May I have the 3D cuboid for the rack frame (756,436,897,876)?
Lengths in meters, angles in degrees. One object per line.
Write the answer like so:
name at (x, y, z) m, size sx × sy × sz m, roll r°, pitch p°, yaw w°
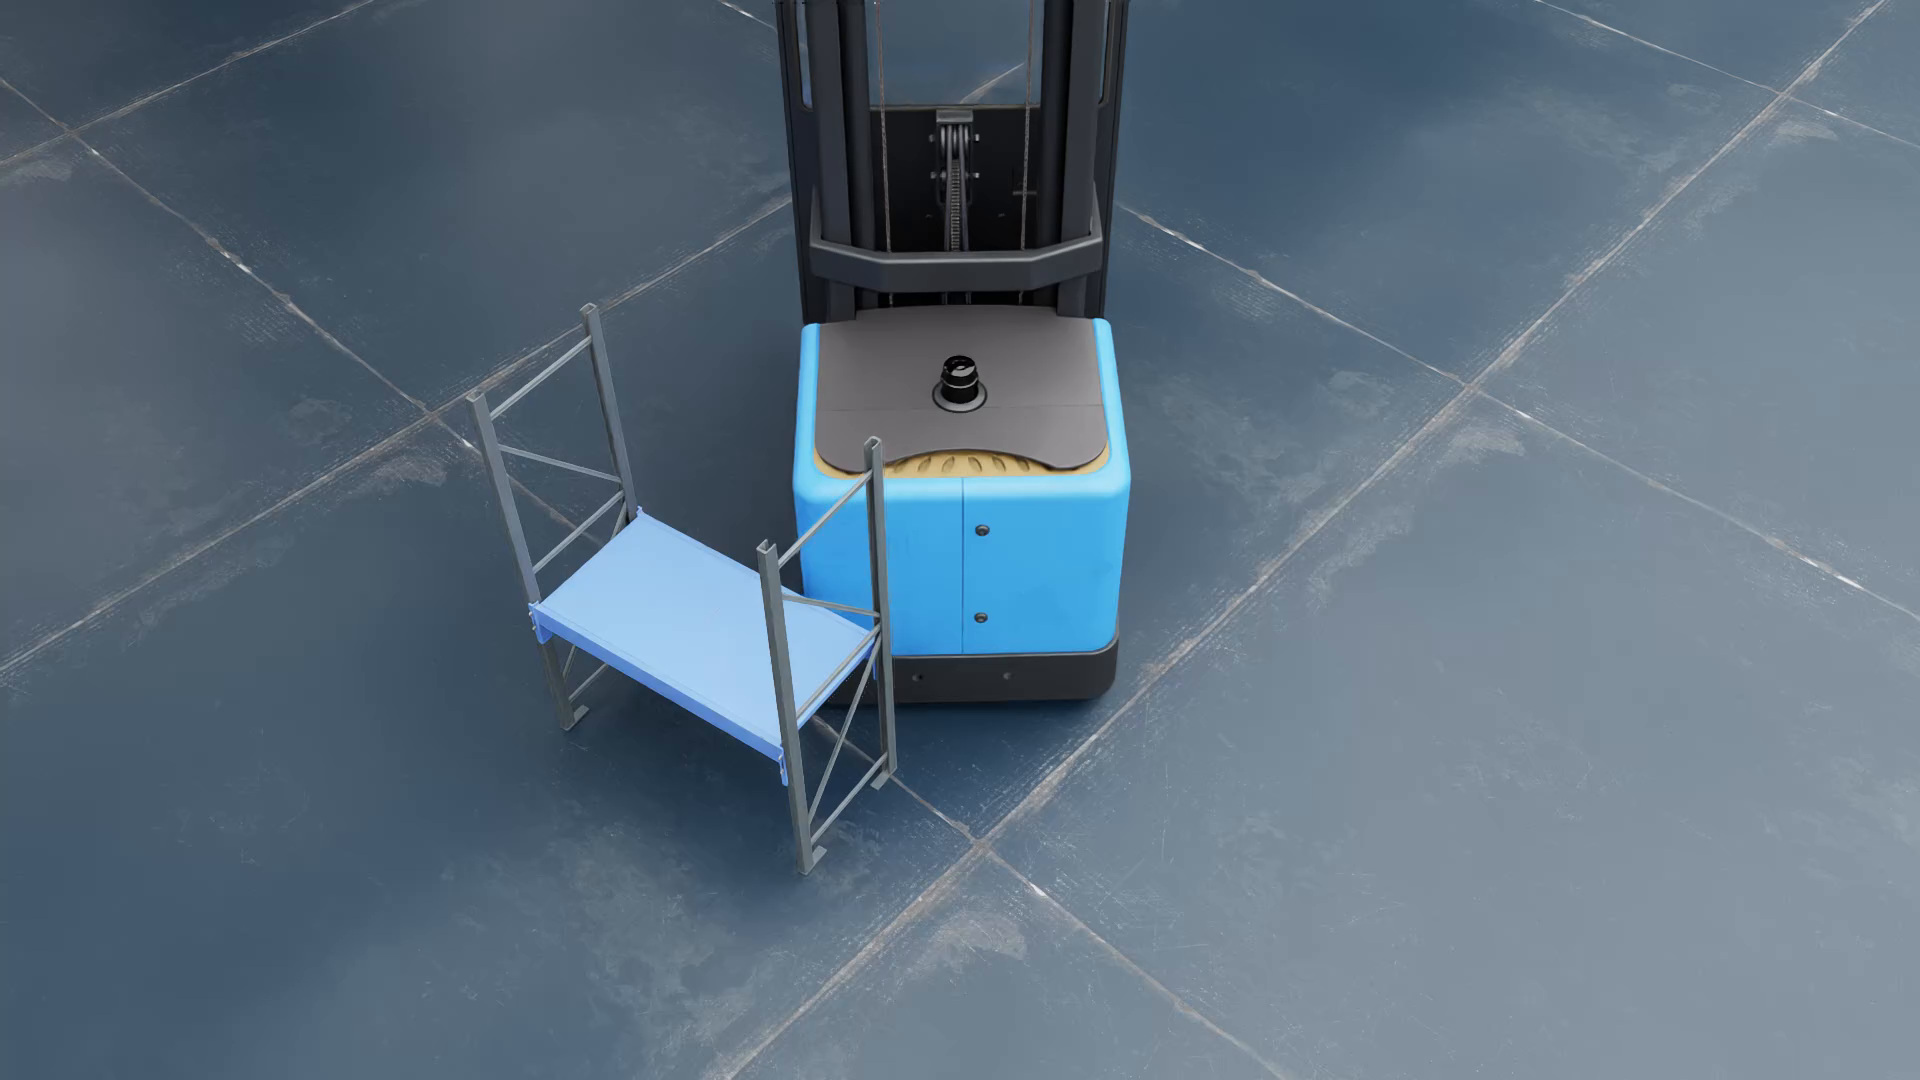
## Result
rack frame at (-0.360, 0.391, 4.854) m, size 0.032 × 1.500 × 0.500 m, roll 26°, pitch 52°, yaw 22°

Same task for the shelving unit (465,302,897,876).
shelving unit at (-0.783, 0.185, 5.048) m, size 1.048 × 1.500 × 0.538 m, roll 26°, pitch 52°, yaw 22°

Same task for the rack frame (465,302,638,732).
rack frame at (-1.206, -0.021, 5.241) m, size 0.032 × 1.500 × 0.500 m, roll 26°, pitch 52°, yaw 22°

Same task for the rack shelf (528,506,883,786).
rack shelf at (-0.783, 0.308, 5.179) m, size 1.000 × 0.185 × 0.538 m, roll 26°, pitch 52°, yaw 22°

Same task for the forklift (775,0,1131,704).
forklift at (-0.031, -1.509, 5.657) m, size 1.130 × 2.935 × 3.031 m, roll -1°, pitch 47°, yaw -1°
